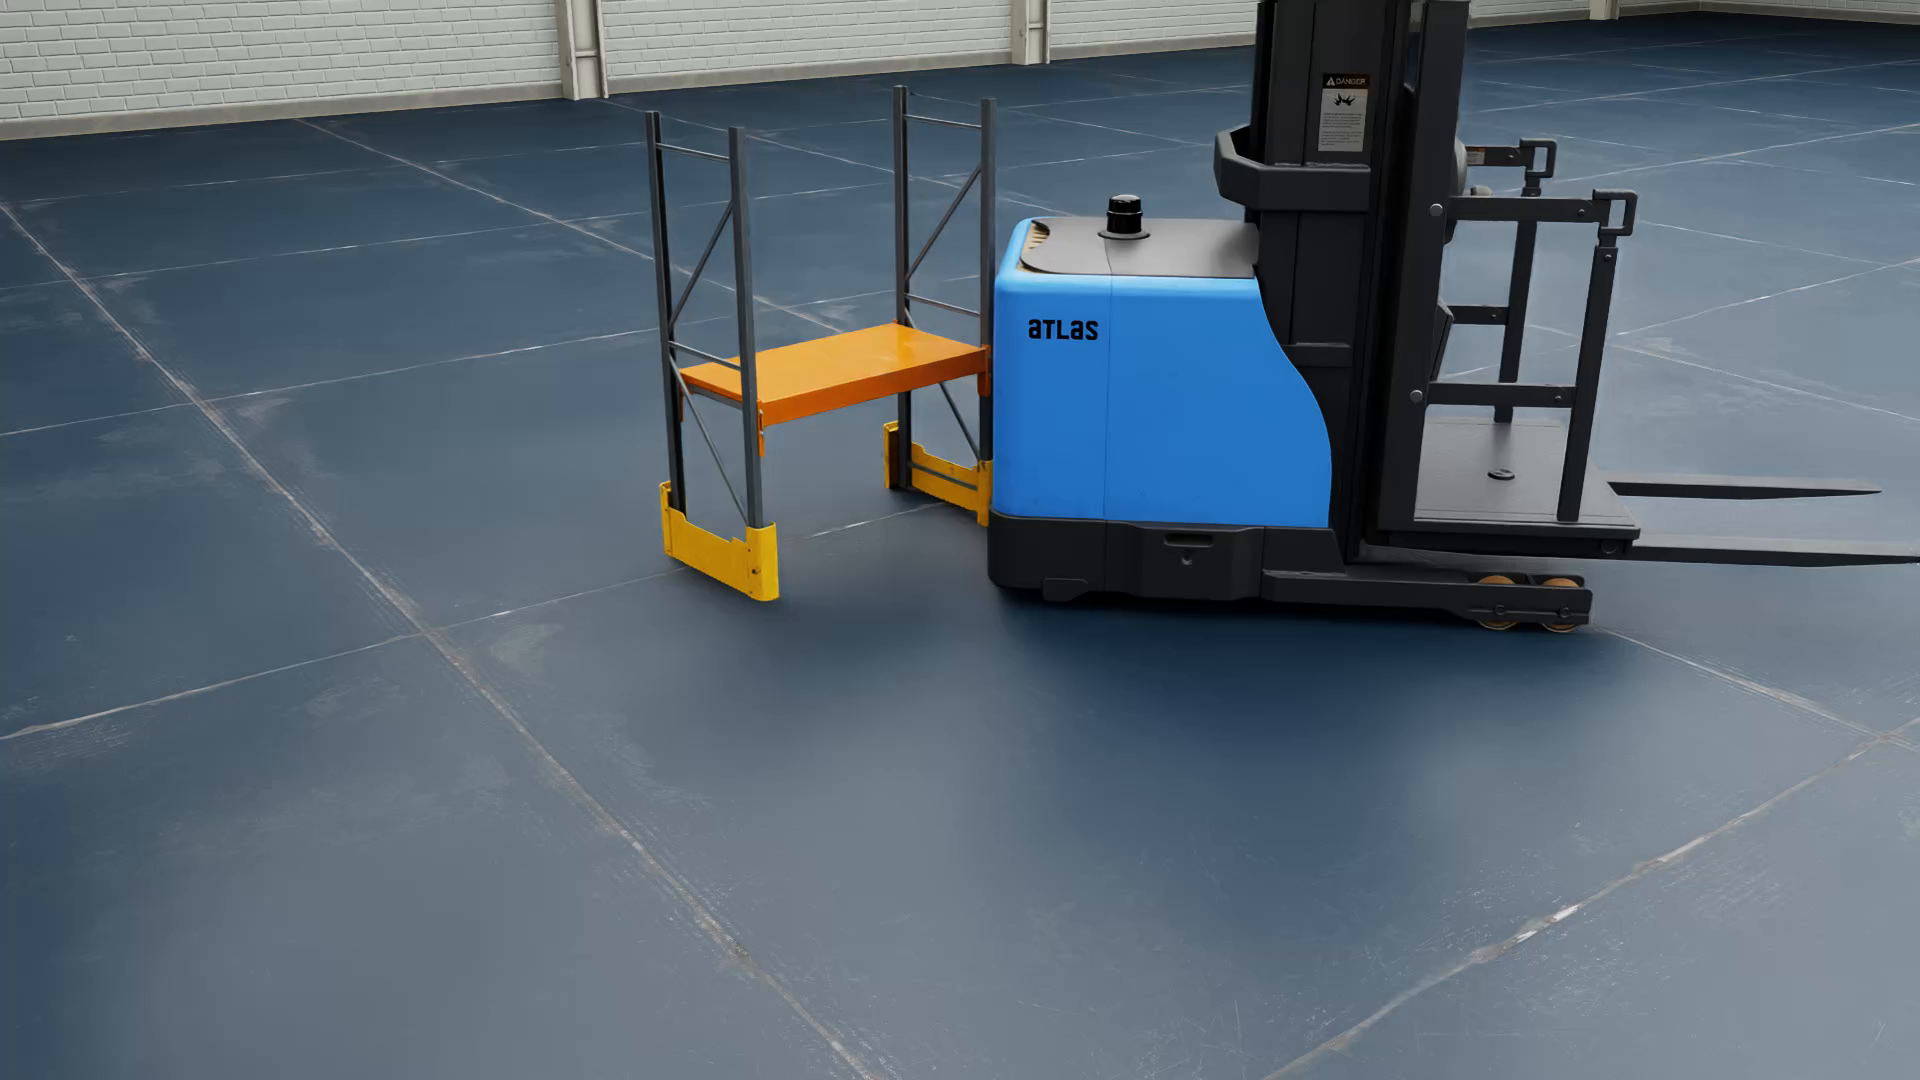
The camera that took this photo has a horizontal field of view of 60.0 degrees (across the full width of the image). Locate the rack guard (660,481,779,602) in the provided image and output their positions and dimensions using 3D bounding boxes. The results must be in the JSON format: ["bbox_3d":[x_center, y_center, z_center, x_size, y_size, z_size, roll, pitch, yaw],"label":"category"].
[{"bbox_3d":[-0.811,-0.004,5.568,0.087,0.250,0.587,-19,28,-39],"label":"rack guard"}]

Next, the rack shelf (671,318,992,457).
[{"bbox_3d":[-0.434,-0.543,5.719,1.000,0.185,0.538,-19,28,-39],"label":"rack shelf"}]

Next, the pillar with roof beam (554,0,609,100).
[{"bbox_3d":[-1.472,-7.600,12.799,0.400,9.000,9.100,-15,26,-33],"label":"pillar with roof beam"}]

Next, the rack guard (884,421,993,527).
[{"bbox_3d":[-0.072,-0.251,6.188,0.087,0.250,0.587,-19,28,-39],"label":"rack guard"}]

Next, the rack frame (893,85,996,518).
[{"bbox_3d":[-0.057,-0.836,5.969,0.032,1.500,0.500,-19,28,-39],"label":"rack frame"}]

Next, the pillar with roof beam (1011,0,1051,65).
[{"bbox_3d":[3.398,-8.898,16.054,0.400,9.000,9.100,-15,26,-33],"label":"pillar with roof beam"}]

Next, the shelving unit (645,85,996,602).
[{"bbox_3d":[-0.441,-0.708,5.646,1.083,1.500,0.587,-19,28,-39],"label":"shelving unit"}]

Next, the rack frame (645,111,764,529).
[{"bbox_3d":[-0.812,-0.584,5.335,0.032,1.500,0.500,-19,28,-39],"label":"rack frame"}]

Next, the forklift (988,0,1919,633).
[{"bbox_3d":[1.641,-1.280,5.150,3.031,2.935,1.130,2,22,5],"label":"forklift"}]

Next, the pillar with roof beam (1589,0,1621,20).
[{"bbox_3d":[13.139,-11.496,22.563,0.400,9.000,9.100,-15,26,-33],"label":"pillar with roof beam"}]
